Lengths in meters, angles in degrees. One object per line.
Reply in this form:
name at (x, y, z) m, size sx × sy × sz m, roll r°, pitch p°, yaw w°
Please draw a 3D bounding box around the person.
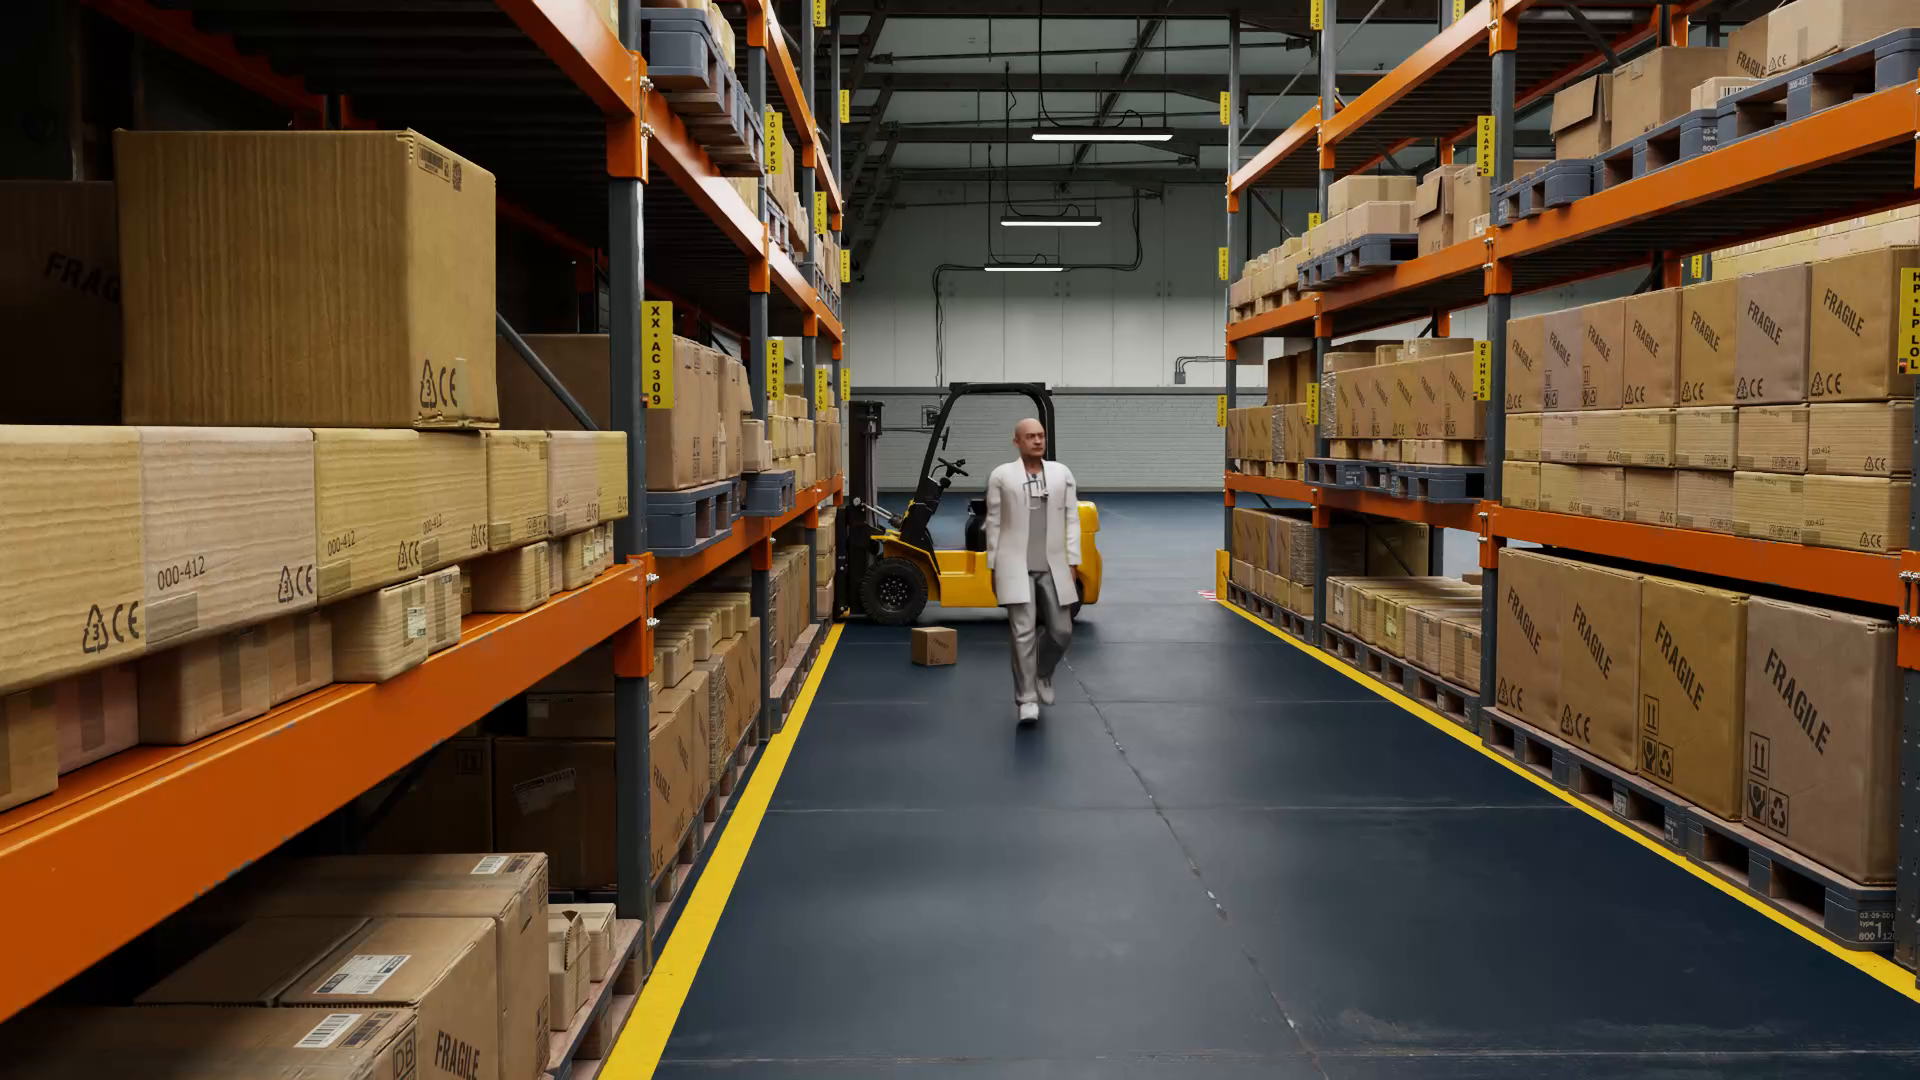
person at (0.436, 0.162, 9.856) m, size 0.579 × 1.762 × 0.735 m, roll -1°, pitch 4°, yaw -9°
